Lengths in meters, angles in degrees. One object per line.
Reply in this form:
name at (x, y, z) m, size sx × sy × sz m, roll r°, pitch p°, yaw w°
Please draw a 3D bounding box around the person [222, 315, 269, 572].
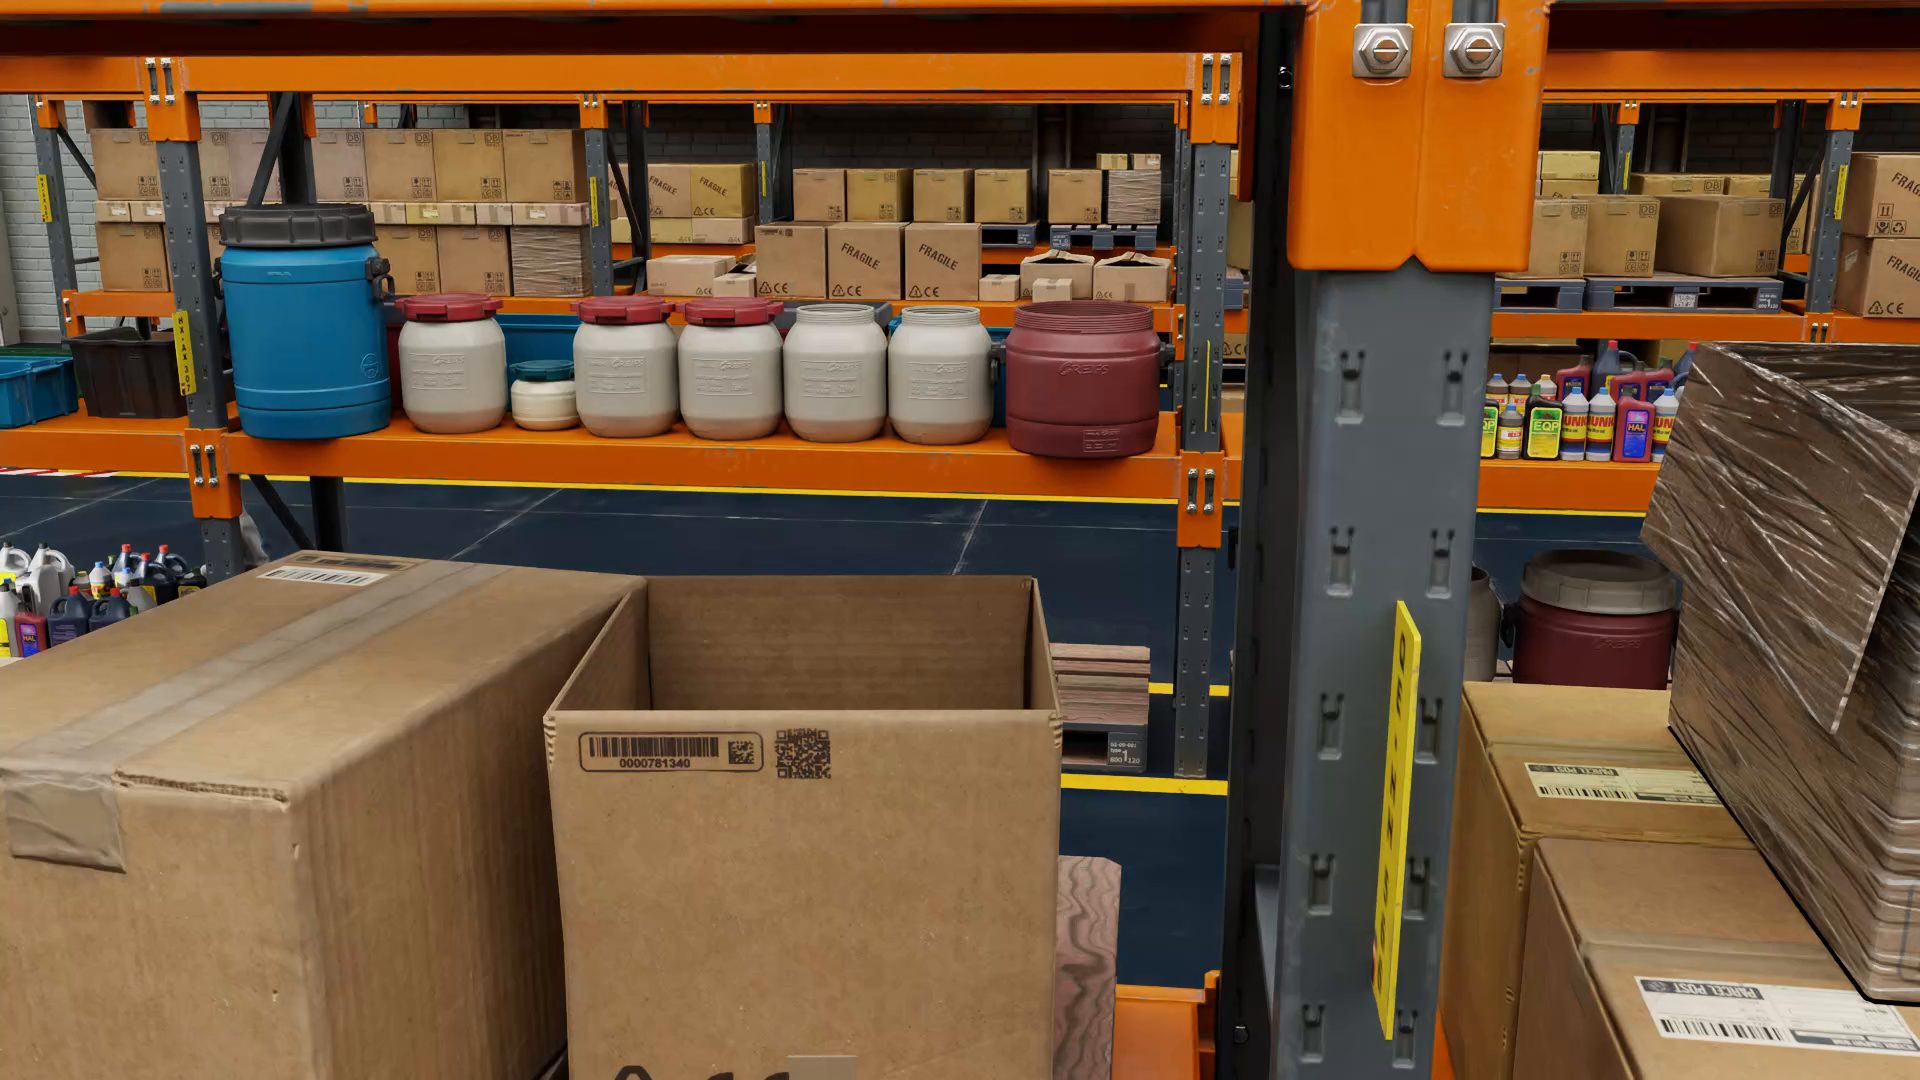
person at (-4.042, -0.517, 9.055) m, size 0.451 × 1.609 × 0.408 m, roll 2°, pitch 15°, yaw 6°
